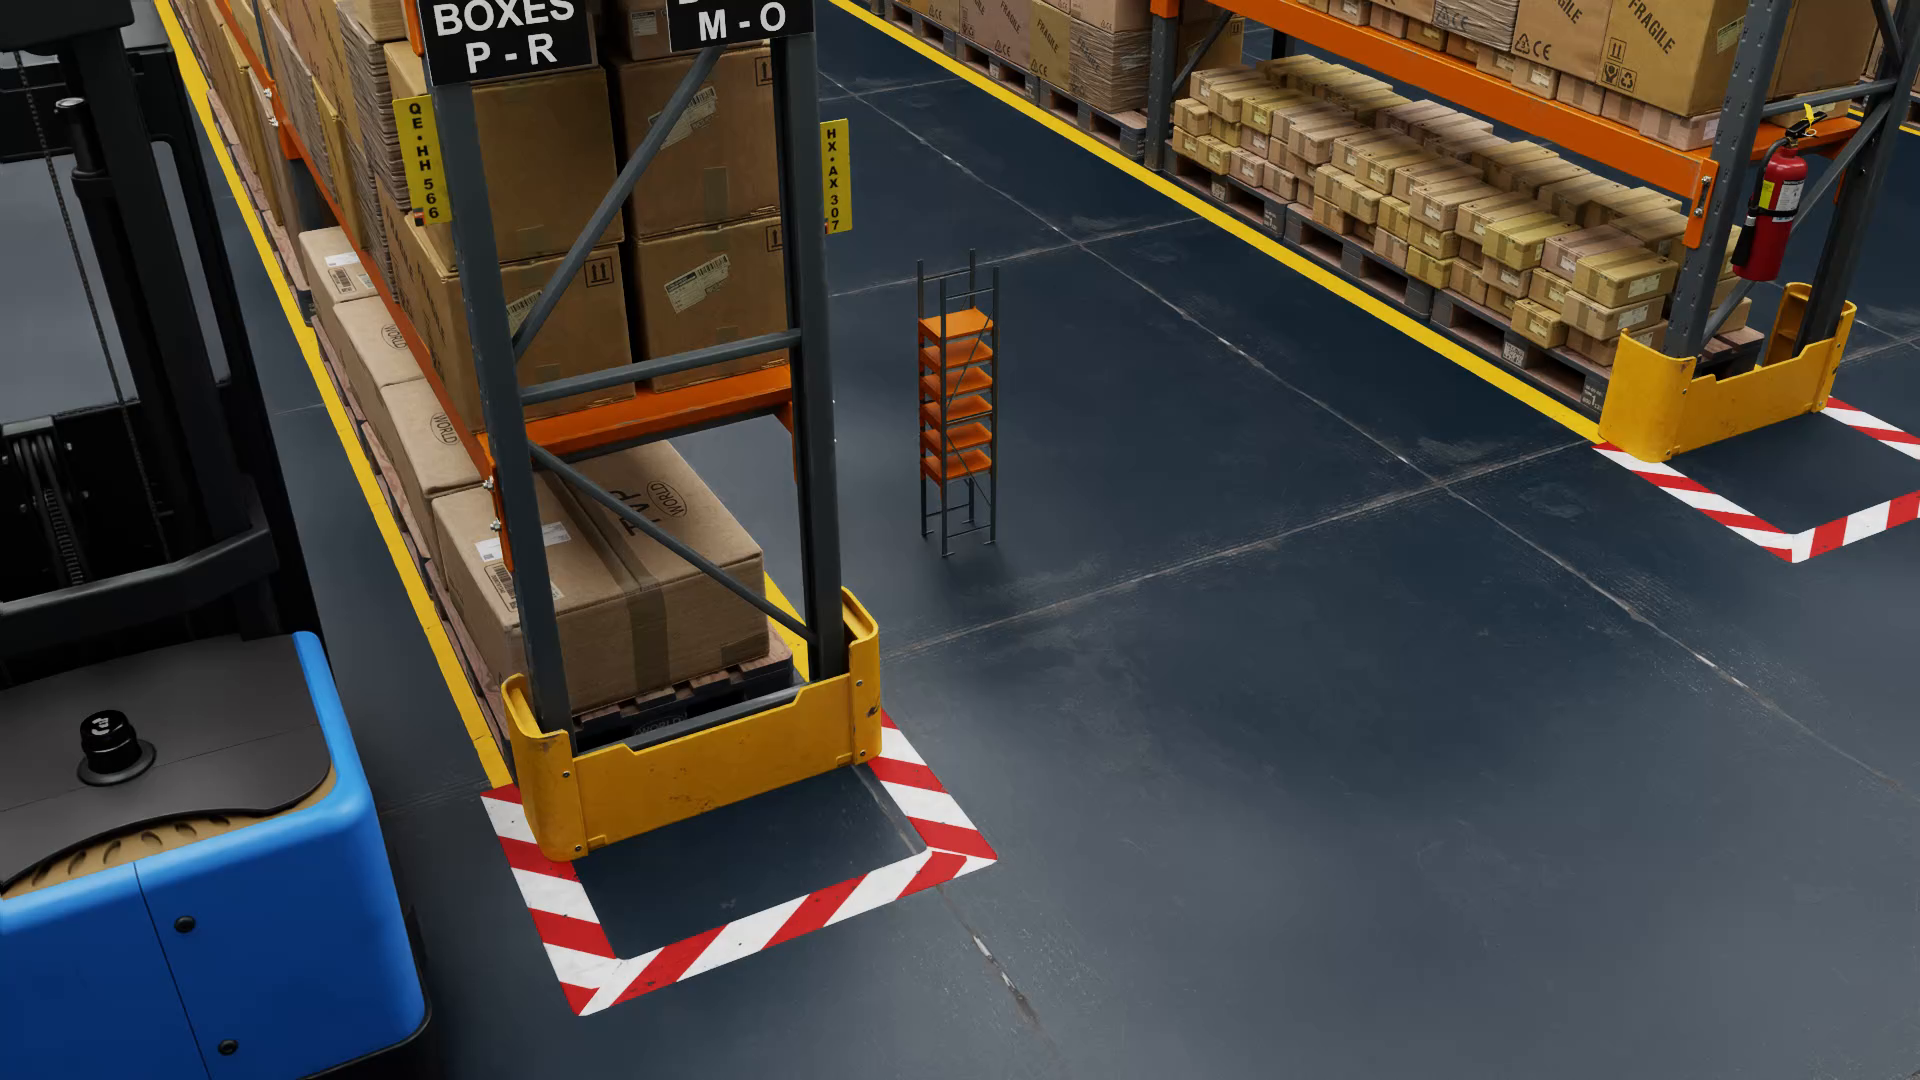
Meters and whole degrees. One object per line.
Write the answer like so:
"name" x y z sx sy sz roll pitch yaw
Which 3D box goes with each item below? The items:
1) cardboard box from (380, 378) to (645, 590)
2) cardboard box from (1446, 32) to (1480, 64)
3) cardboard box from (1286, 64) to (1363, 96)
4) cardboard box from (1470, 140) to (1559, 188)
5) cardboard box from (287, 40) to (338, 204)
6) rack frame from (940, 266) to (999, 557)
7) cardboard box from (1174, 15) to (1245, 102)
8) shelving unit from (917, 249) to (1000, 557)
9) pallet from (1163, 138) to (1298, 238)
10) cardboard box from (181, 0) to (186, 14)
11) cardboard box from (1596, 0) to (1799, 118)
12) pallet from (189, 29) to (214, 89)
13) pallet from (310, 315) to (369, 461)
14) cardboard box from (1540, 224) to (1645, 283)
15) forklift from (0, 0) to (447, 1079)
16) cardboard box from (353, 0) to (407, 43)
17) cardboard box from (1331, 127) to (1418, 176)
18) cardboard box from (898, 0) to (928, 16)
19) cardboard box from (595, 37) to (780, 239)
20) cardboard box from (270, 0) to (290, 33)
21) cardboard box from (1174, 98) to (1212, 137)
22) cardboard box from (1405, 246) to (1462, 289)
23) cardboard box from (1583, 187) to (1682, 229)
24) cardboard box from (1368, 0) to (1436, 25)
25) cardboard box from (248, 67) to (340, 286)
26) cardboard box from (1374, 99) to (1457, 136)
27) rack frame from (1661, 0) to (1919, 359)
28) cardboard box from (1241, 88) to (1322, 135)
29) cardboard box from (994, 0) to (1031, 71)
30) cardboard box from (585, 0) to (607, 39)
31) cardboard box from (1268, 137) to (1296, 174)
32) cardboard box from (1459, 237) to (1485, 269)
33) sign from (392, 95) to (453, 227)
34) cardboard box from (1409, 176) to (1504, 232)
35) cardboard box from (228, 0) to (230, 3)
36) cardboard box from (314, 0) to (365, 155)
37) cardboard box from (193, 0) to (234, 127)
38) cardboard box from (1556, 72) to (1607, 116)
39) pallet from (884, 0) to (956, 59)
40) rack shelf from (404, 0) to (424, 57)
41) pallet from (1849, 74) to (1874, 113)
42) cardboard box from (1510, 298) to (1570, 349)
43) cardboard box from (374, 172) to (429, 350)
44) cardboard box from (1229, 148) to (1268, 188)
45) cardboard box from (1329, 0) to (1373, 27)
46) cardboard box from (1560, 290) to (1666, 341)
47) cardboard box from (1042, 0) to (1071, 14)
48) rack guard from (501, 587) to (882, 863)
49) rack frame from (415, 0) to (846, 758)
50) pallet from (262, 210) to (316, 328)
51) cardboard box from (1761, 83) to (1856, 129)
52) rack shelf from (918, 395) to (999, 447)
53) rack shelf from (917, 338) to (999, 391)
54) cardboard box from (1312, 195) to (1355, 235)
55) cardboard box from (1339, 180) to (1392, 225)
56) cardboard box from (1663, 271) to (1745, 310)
"cardboard box" -1.680 -0.308 6.437 0.875 0.438 0.875 -15 36 -22
"cardboard box" 2.558 -2.395 7.940 0.380 0.149 0.250 -17 37 -25
"cardboard box" 2.168 -2.699 9.884 0.380 0.149 0.250 -15 36 -23
"cardboard box" 2.908 -1.965 8.738 0.380 0.149 0.250 -15 36 -22
"cardboard box" -2.270 -1.667 6.479 0.500 0.500 0.500 -16 36 -23
"rack frame" 0.036 -0.468 6.369 0.240 1.200 0.006 -16 36 -23
"cardboard box" 1.507 -3.232 10.942 0.500 0.500 0.500 -14 35 -21
"shelving unit" -0.007 -0.512 6.437 0.258 1.200 0.189 -16 36 -23
"pallet" 1.962 -2.202 9.992 1.003 0.211 1.213 -16 36 -23
"cardboard box" -5.534 -4.360 12.821 0.950 0.372 0.625 -15 35 -22
"cardboard box" 3.045 -2.096 6.873 0.500 0.500 0.500 -15 36 -22
"pallet" -4.943 -3.503 12.022 1.003 0.211 1.213 -16 36 -23
"pallet" -2.429 -0.838 7.863 1.003 0.211 1.213 -16 36 -23
"cardboard box" 2.945 -1.329 7.746 0.380 0.149 0.250 -15 36 -22
"forklift" -2.490 -0.315 4.524 1.130 2.935 3.031 -16 36 -23
"cardboard box" -1.528 -1.560 4.784 0.380 0.149 0.250 -16 36 -24
"cardboard box" 2.220 -2.074 8.908 0.380 0.149 0.250 -17 37 -25
"cardboard box" -0.143 -4.320 12.640 0.500 0.500 0.500 -17 37 -25
"cardboard box" -0.821 -1.250 4.901 0.500 0.500 0.500 -17 36 -24
"cardboard box" -2.477 -2.327 6.582 0.500 0.500 0.500 -16 36 -24
"cardboard box" 1.503 -2.536 9.906 0.380 0.149 0.250 -14 35 -21
"cardboard box" 2.495 -1.420 8.439 0.380 0.149 0.250 -18 37 -25
"cardboard box" 3.300 -1.595 8.162 0.380 0.149 0.250 -16 36 -23
"cardboard box" 2.341 -2.823 8.008 0.500 0.500 0.500 -14 35 -21
"cardboard box" -3.074 -1.953 8.598 0.875 0.875 0.875 -15 35 -22
"cardboard box" 2.550 -2.332 9.312 0.380 0.149 0.250 -18 37 -25
"rack frame" 3.482 -1.779 6.747 1.000 3.000 0.127 -16 36 -23
"cardboard box" 1.832 -2.444 9.486 0.380 0.149 0.250 -16 36 -24
"cardboard box" 0.575 -3.593 11.506 0.500 0.500 0.500 -17 36 -24
"cardboard box" -0.955 -1.568 4.797 0.380 0.149 0.250 -15 36 -22
"cardboard box" 1.969 -2.201 9.383 0.380 0.149 0.250 -18 37 -25
"cardboard box" 2.706 -1.463 8.230 0.380 0.149 0.250 -16 36 -24
"sign" -1.336 -0.943 4.149 0.100 0.325 0.005 -16 36 -23
"cardboard box" 2.473 -1.675 8.285 0.380 0.149 0.250 -15 35 -21
"cardboard box" -3.602 -2.971 8.746 0.500 0.250 0.500 -17 36 -24
"cardboard box" -1.782 -1.598 5.444 0.500 0.500 0.500 -16 36 -23
"cardboard box" -4.331 -3.235 10.600 0.875 0.875 0.875 -16 36 -24
"cardboard box" 2.867 -2.002 7.327 0.380 0.149 0.250 -16 36 -24
"pallet" 0.115 -4.050 12.875 1.003 0.211 1.213 -16 36 -23
"rack shelf" -1.782 -2.401 5.603 1.077 0.370 4.000 -16 36 -23
"pallet" 6.338 -3.331 11.753 1.003 0.211 1.213 -16 36 -23
"cardboard box" 2.843 -1.052 7.864 0.380 0.149 0.250 -15 35 -22
"cardboard box" -1.529 -0.935 5.336 0.500 0.500 0.500 -17 36 -24
"cardboard box" 1.789 -2.177 9.621 0.380 0.149 0.250 -16 36 -23
"cardboard box" 2.117 -2.749 8.493 0.380 0.149 0.250 -14 35 -21
"cardboard box" 2.984 -1.061 7.603 0.380 0.149 0.250 -17 36 -24
"cardboard box" 0.819 -3.669 10.929 0.500 0.250 0.500 -14 35 -21
"rack guard" -0.838 0.578 5.384 1.175 0.500 0.348 -16 36 -23
"rack frame" -0.850 -0.486 4.728 1.000 3.000 0.127 -16 36 -23
"pallet" -3.141 -1.570 9.005 1.003 0.211 1.213 -16 36 -23
"cardboard box" 3.621 -1.910 7.184 0.380 0.149 0.250 -16 36 -23
"rack shelf" -0.007 -0.475 6.461 0.258 0.103 0.180 -16 36 -23
"rack shelf" -0.007 -0.677 6.332 0.258 0.103 0.180 -16 36 -23
"cardboard box" 2.144 -1.801 9.034 0.380 0.149 0.250 -17 36 -24
"cardboard box" 2.231 -1.804 8.763 0.380 0.149 0.250 -15 36 -23
"cardboard box" 3.465 -1.196 7.813 0.380 0.149 0.250 -14 35 -21
